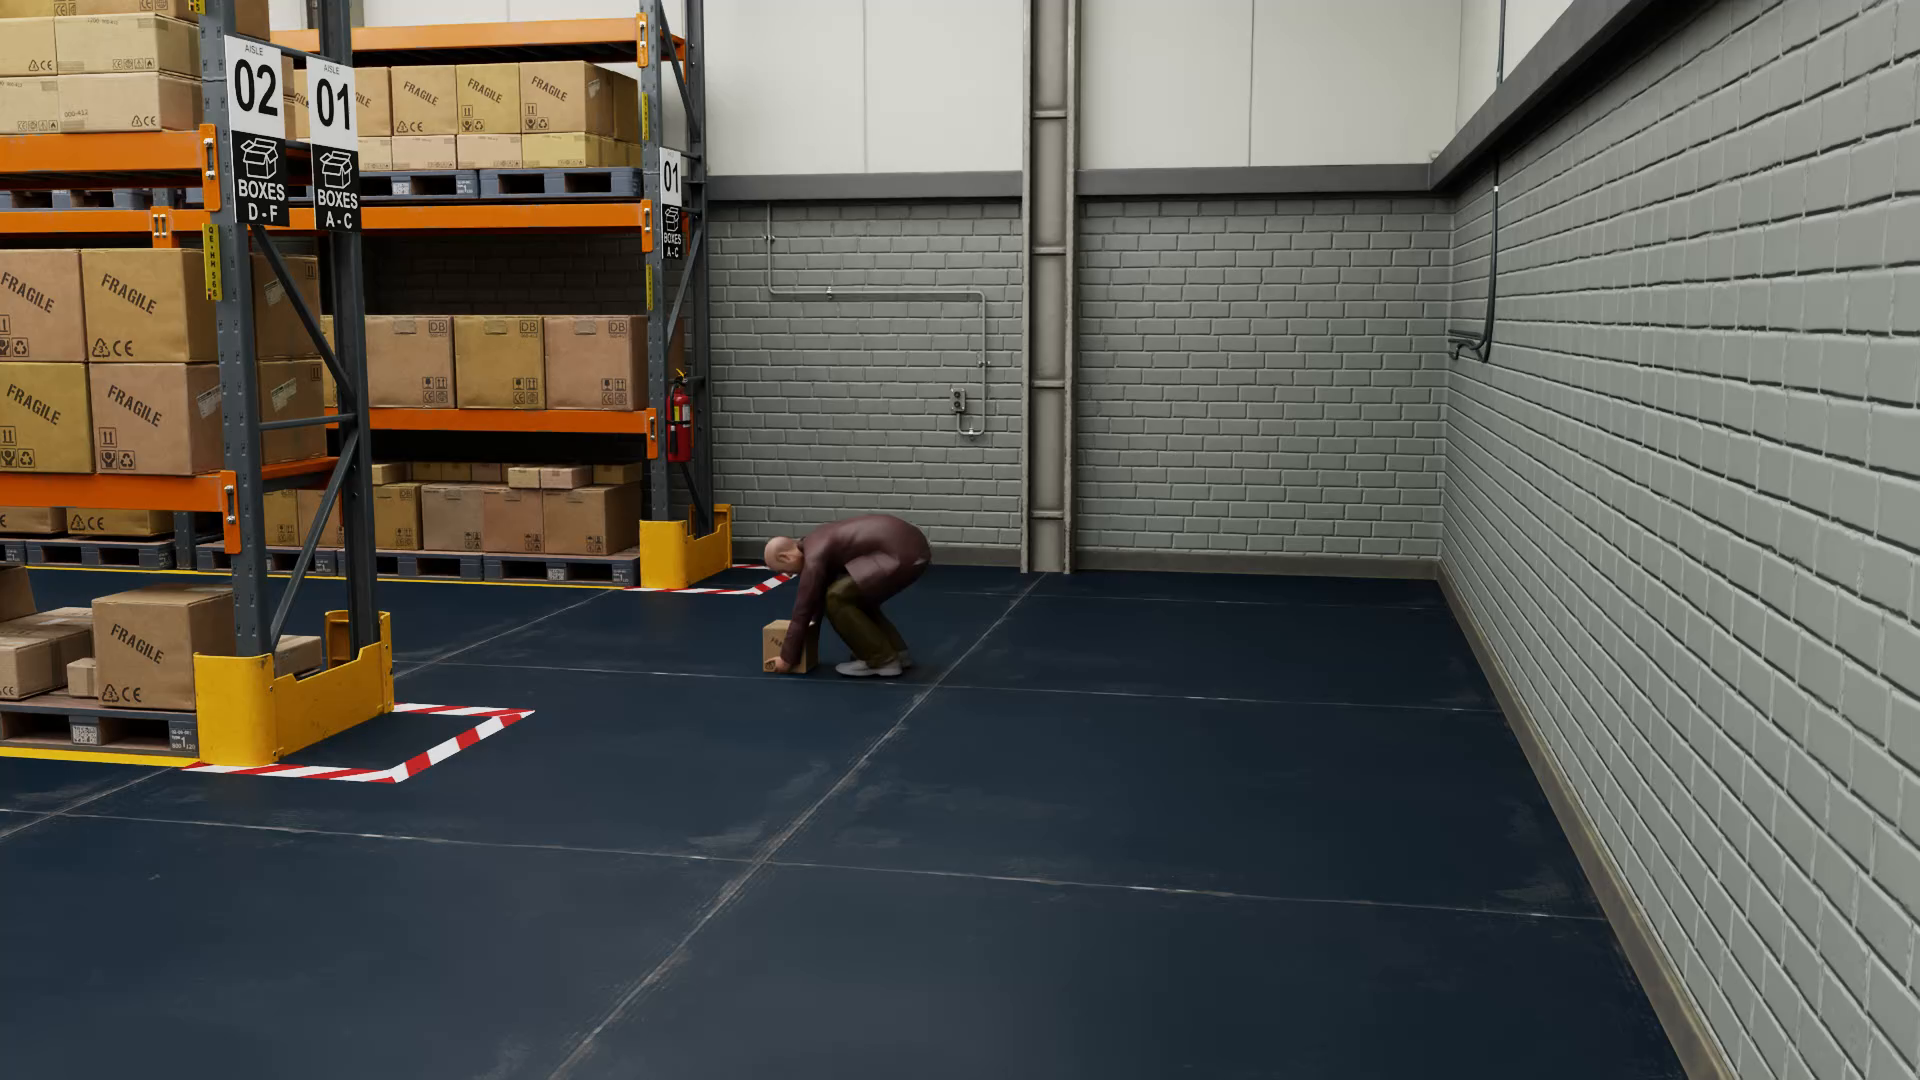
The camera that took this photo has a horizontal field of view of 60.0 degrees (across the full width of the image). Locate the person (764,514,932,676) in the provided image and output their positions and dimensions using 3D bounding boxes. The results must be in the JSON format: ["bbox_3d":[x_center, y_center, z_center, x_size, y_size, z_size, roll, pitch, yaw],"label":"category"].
[{"bbox_3d":[-0.636,0.308,9.425,0.952,0.911,0.594,1,8,9],"label":"person"}]
